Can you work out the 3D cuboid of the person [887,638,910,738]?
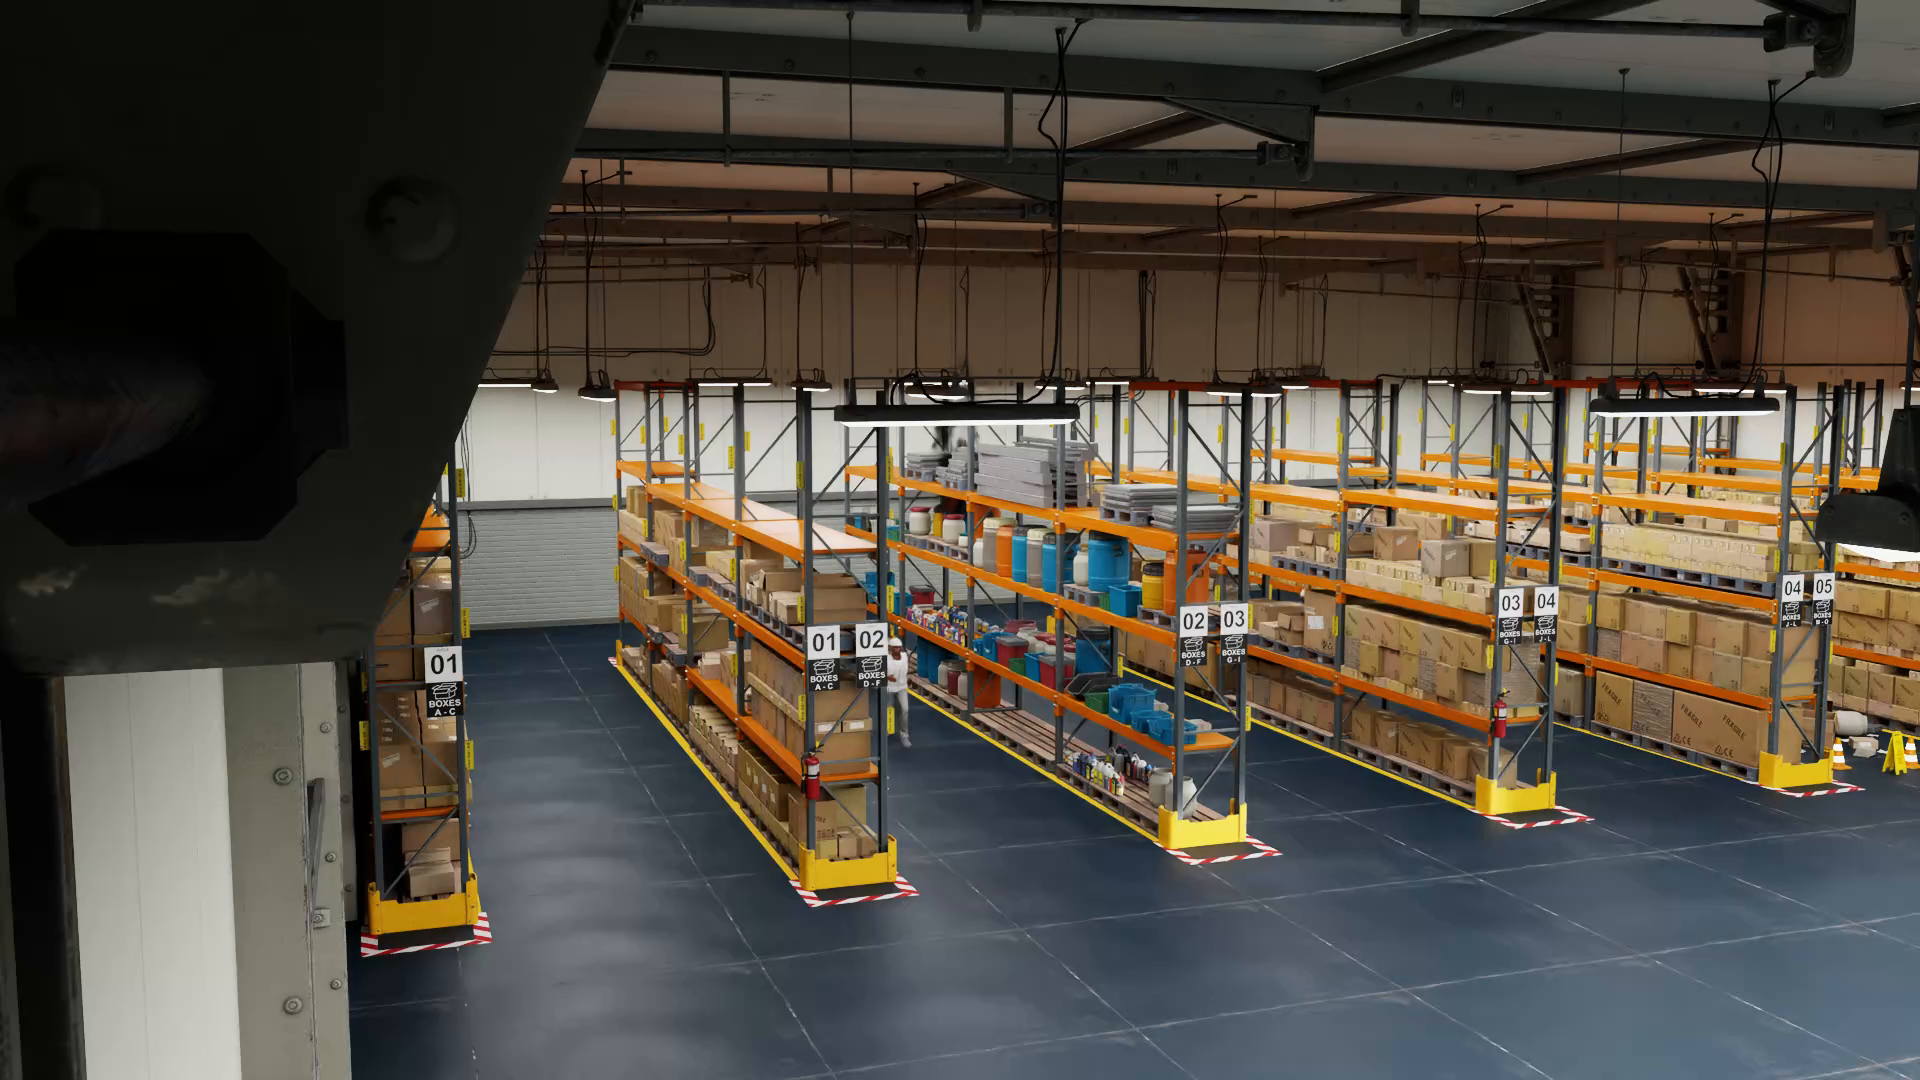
[{"bbox_3d":[-1.114,2.446,27.760,0.632,1.666,0.868,-2,6,-21],"label":"person"}]

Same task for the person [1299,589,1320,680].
[{"bbox_3d":[6.938,1.883,33.678,0.610,1.805,0.889,-3,7,-22],"label":"person"}]
